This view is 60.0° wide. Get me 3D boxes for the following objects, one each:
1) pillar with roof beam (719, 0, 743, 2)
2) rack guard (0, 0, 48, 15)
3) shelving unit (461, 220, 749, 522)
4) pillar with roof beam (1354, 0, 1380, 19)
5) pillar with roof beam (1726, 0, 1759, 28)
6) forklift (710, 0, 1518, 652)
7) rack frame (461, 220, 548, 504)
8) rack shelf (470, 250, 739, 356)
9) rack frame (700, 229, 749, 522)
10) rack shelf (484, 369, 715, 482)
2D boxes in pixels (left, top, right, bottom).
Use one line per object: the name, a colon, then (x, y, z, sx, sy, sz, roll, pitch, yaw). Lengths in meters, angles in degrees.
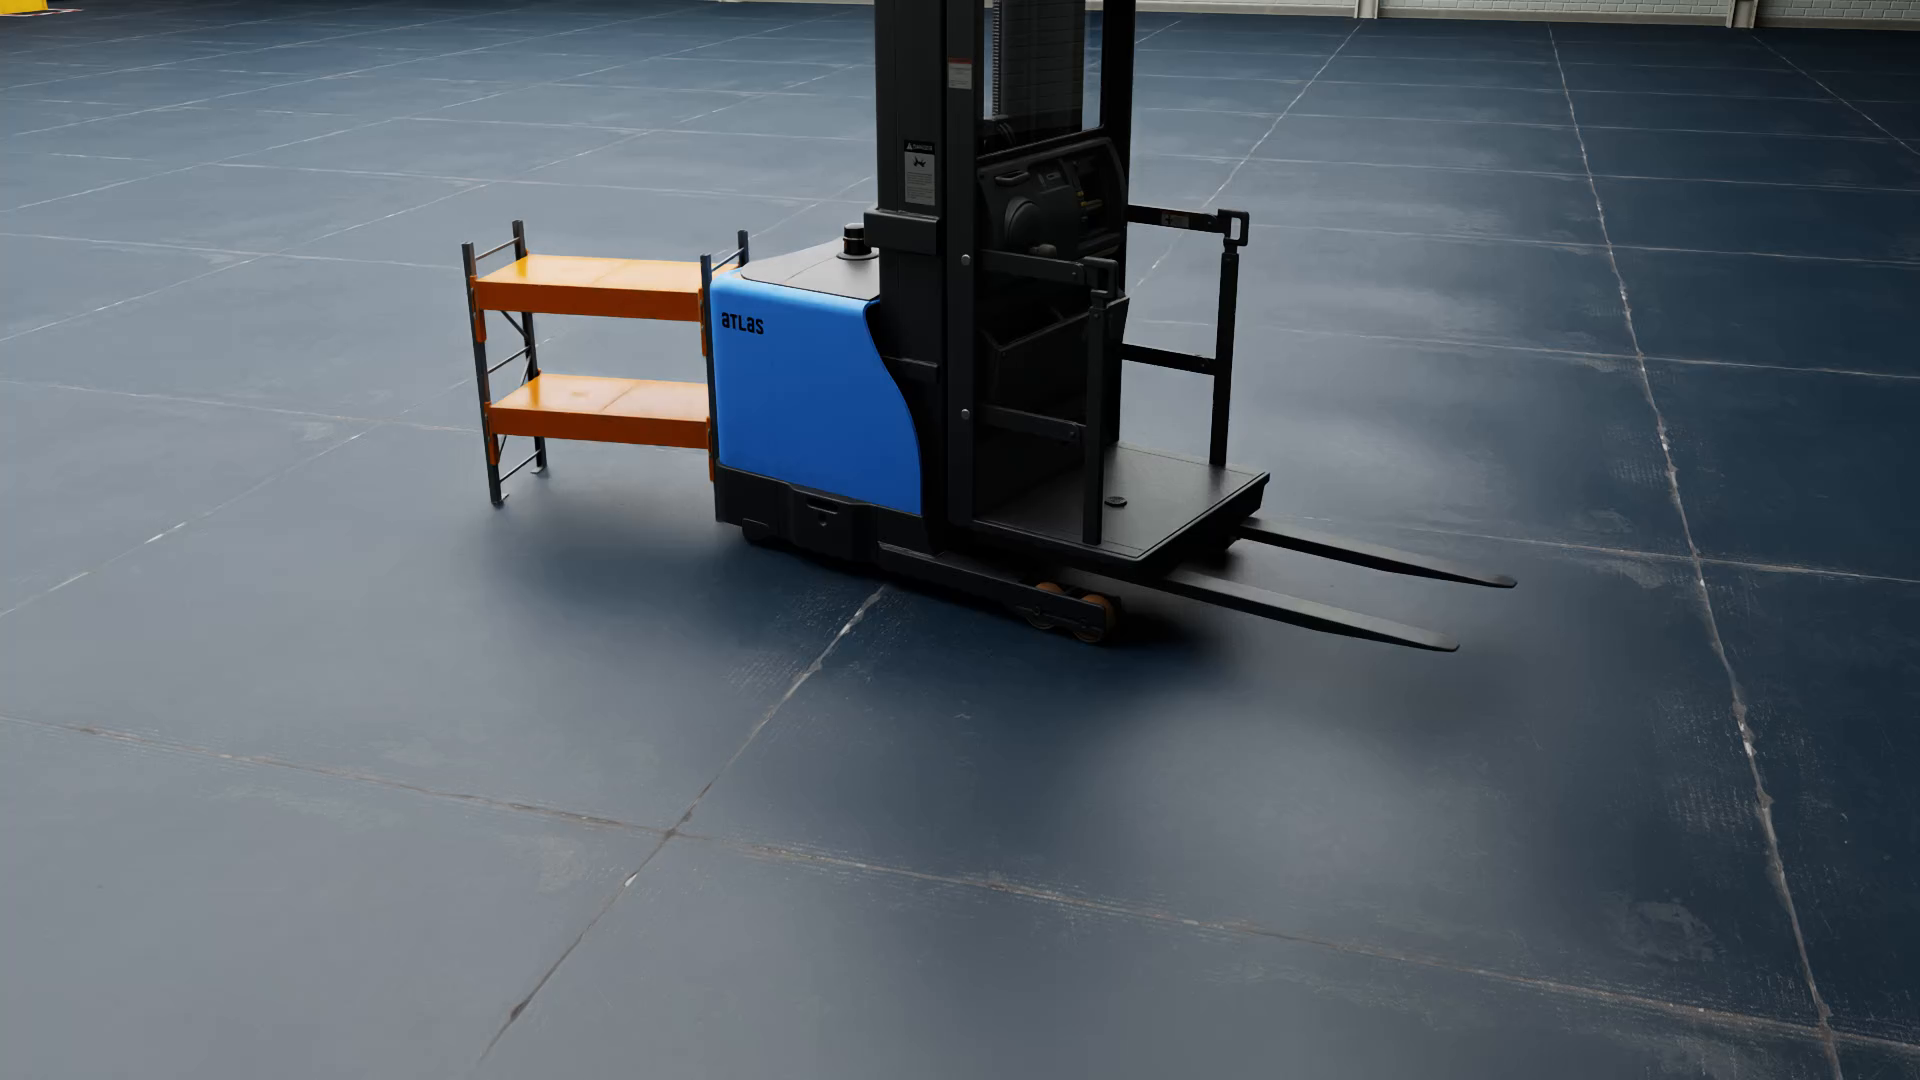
pillar with roof beam: (-5.665, -13.006, 26.619, 0.400, 9.000, 9.100, 7, 23, 16)
rack guard: (-17.007, -9.754, 29.890, 0.348, 0.500, 1.175, 7, 23, 16)
shelving unit: (-1.455, -0.730, 7.067, 1.048, 1.125, 0.538, 5, 23, 11)
pillar with roof beam: (5.823, -11.690, 23.412, 0.400, 9.000, 9.100, 7, 23, 16)
pillar with roof beam: (11.567, -11.032, 21.808, 0.400, 9.000, 9.100, 7, 23, 16)
forklift: (0.517, -1.223, 5.889, 3.031, 2.935, 1.130, 14, 26, 31)
rack frame: (-1.952, -0.770, 7.164, 0.032, 1.125, 0.500, 5, 23, 11)
rack shelf: (-1.455, -1.001, 6.956, 1.000, 0.278, 0.538, 5, 23, 11)
rack frame: (-0.957, -0.690, 6.971, 0.032, 1.125, 0.500, 5, 23, 11)
rack shelf: (-1.455, -0.504, 7.160, 1.000, 0.278, 0.538, 5, 23, 11)
